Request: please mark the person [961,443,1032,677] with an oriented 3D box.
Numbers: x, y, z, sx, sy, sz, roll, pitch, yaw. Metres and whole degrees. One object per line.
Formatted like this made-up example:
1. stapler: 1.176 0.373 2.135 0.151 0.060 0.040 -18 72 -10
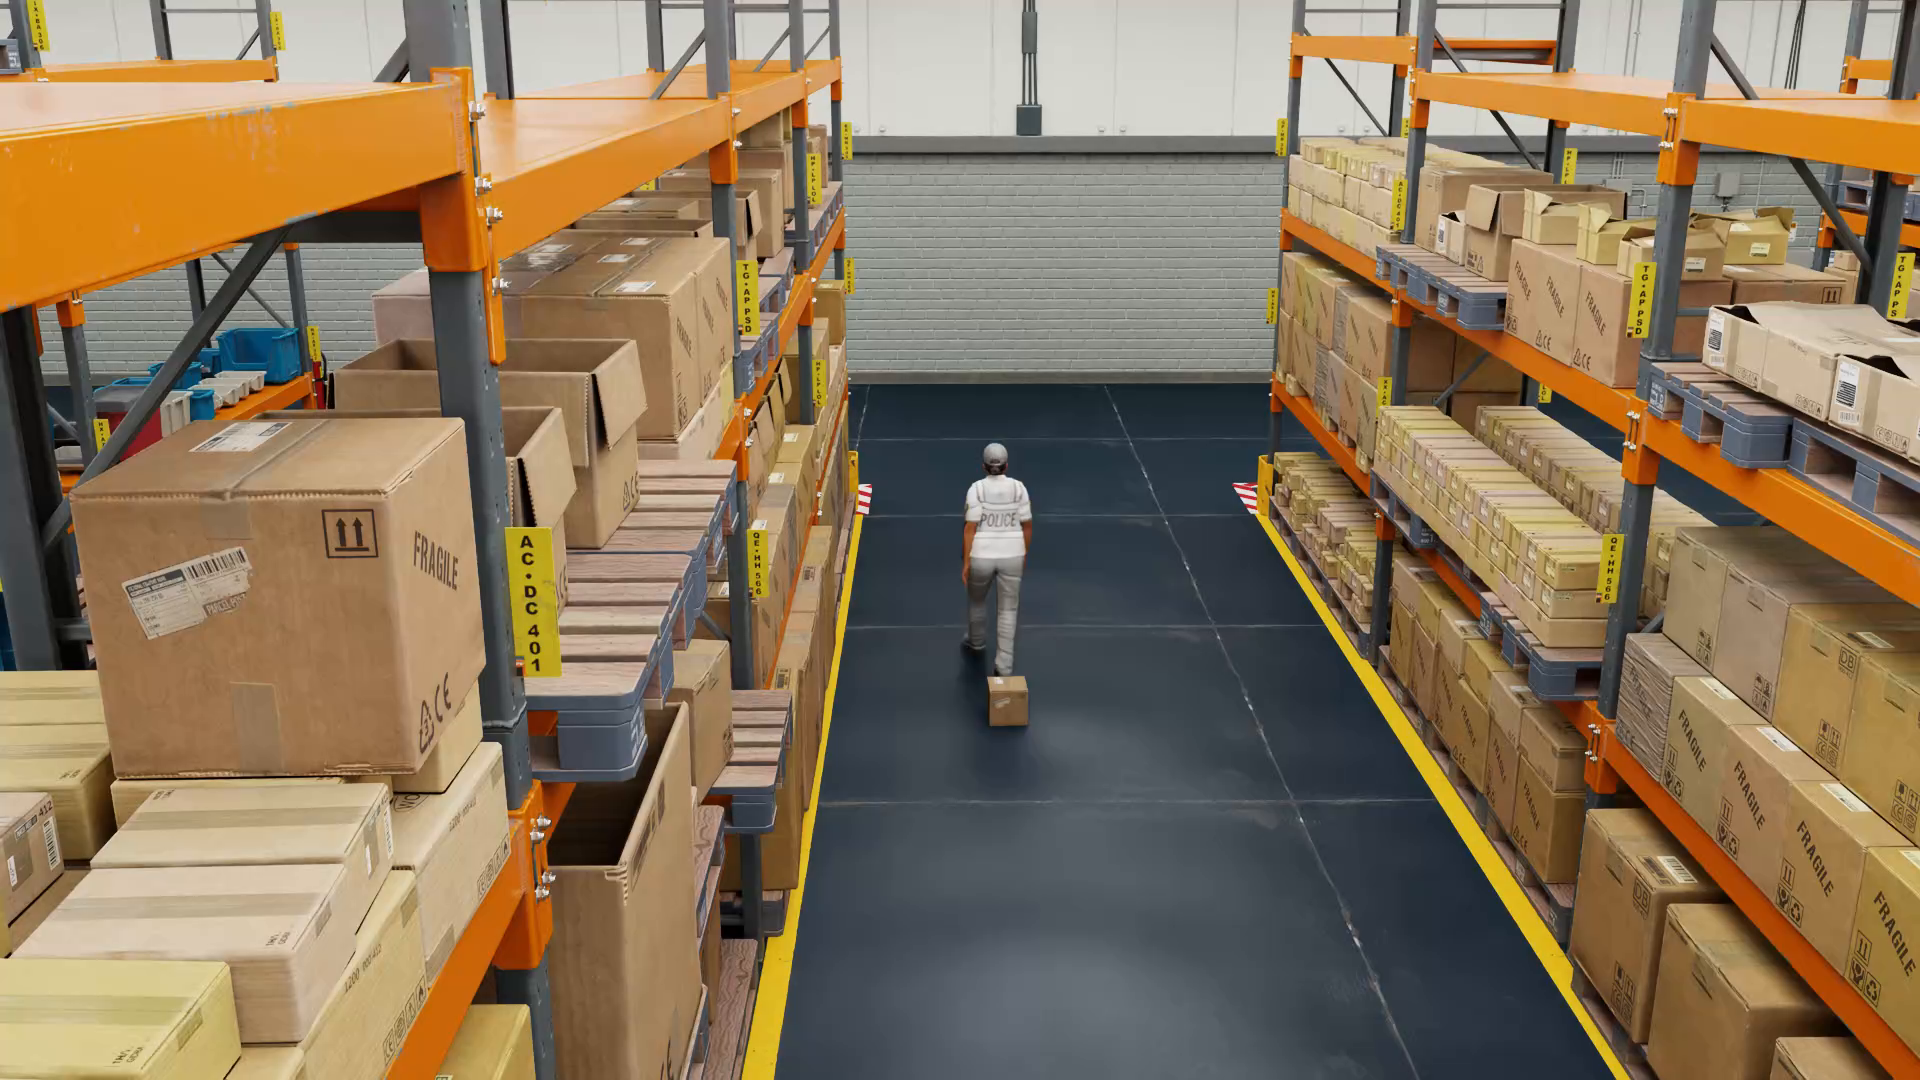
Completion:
1. person: 0.254 0.108 11.684 0.506 1.598 0.963 -1 17 -3
